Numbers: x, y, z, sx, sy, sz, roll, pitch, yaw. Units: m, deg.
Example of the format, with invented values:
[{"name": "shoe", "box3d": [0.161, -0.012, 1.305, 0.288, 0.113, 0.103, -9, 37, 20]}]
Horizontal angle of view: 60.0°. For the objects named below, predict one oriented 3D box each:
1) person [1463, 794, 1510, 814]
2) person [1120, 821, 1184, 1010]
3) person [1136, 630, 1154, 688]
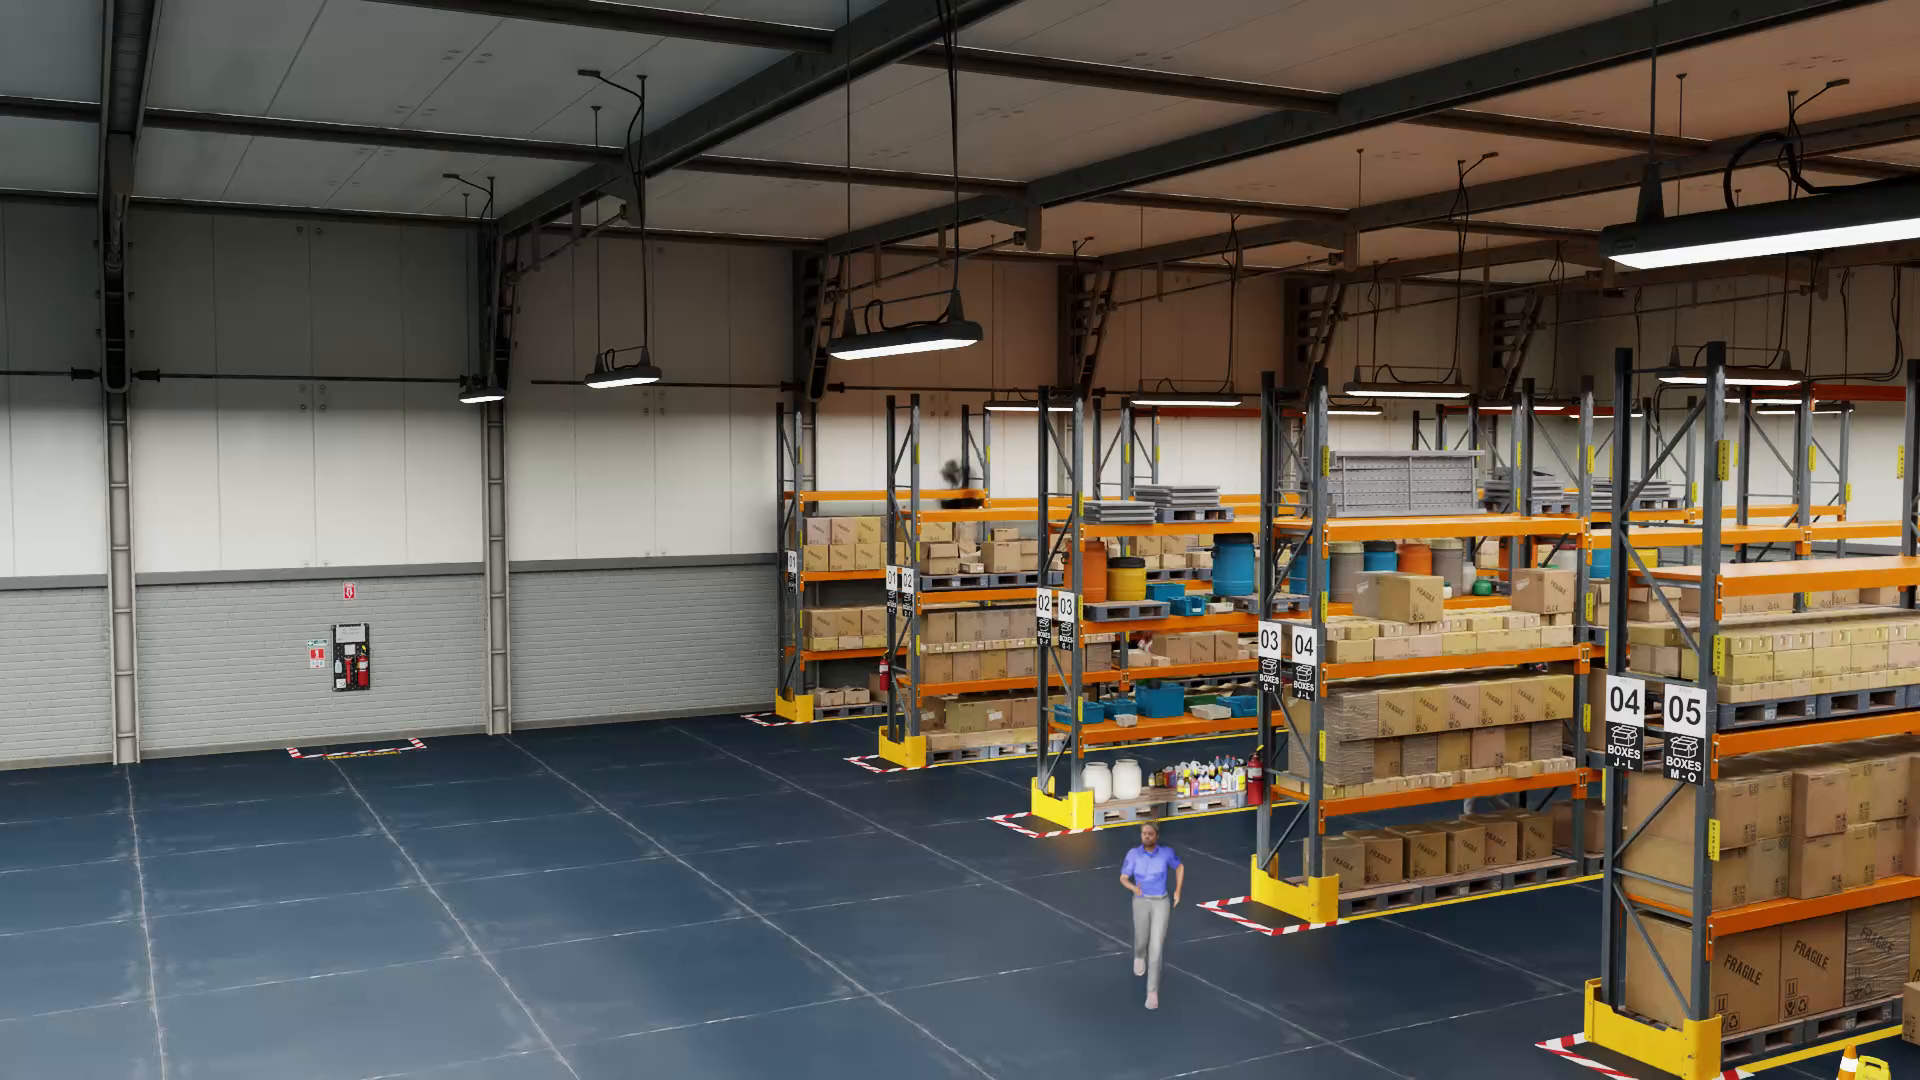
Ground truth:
[{"name": "person", "box3d": [6.916, 3.040, 22.139, 0.536, 1.584, 0.574, -2, 4, -34]}, {"name": "person", "box3d": [1.806, 3.457, 15.648, 0.588, 1.670, 0.931, 1, 3, 12]}, {"name": "person", "box3d": [3.604, 2.460, 31.549, 0.668, 1.709, 0.632, -3, 4, -39]}]
